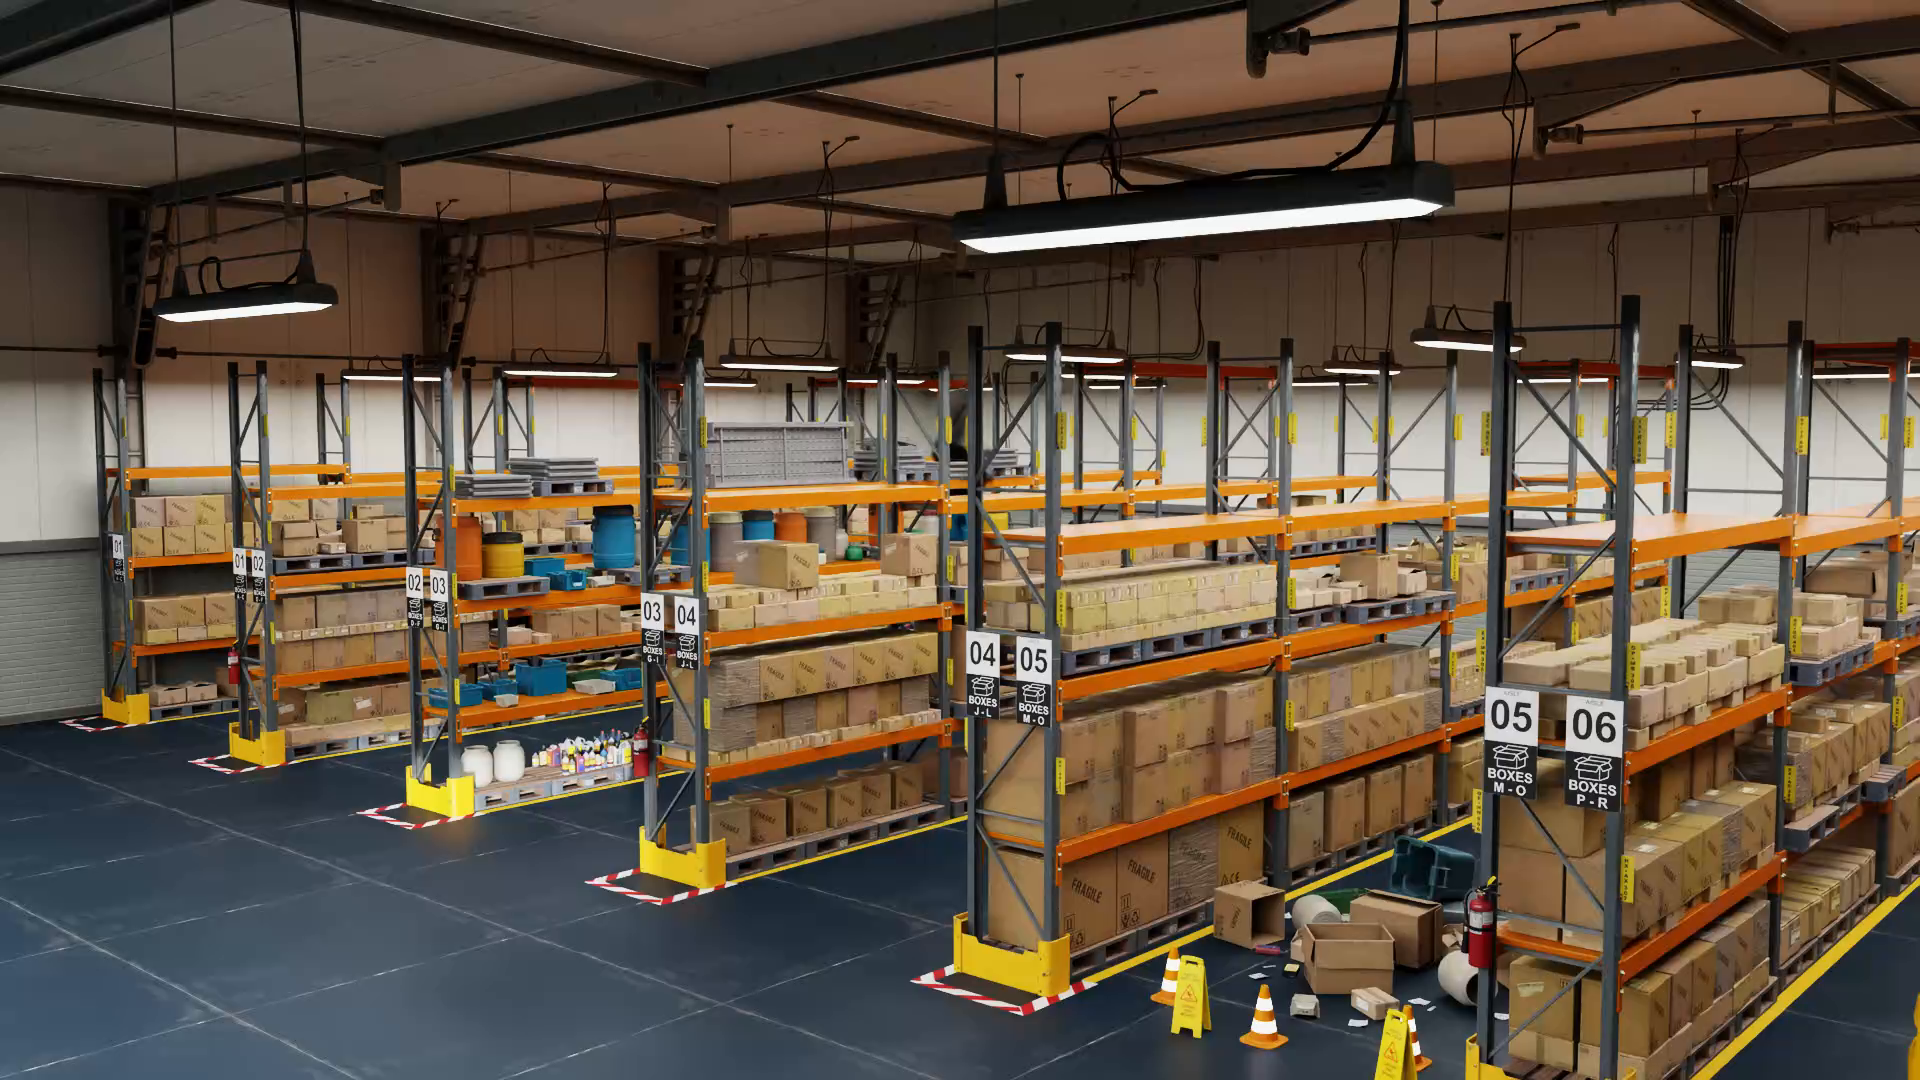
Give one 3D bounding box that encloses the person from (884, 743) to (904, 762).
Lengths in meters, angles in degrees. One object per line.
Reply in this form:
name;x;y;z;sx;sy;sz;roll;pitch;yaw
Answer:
person;-1.052;2.456;24.832;0.640;1.819;0.791;2;5;31
